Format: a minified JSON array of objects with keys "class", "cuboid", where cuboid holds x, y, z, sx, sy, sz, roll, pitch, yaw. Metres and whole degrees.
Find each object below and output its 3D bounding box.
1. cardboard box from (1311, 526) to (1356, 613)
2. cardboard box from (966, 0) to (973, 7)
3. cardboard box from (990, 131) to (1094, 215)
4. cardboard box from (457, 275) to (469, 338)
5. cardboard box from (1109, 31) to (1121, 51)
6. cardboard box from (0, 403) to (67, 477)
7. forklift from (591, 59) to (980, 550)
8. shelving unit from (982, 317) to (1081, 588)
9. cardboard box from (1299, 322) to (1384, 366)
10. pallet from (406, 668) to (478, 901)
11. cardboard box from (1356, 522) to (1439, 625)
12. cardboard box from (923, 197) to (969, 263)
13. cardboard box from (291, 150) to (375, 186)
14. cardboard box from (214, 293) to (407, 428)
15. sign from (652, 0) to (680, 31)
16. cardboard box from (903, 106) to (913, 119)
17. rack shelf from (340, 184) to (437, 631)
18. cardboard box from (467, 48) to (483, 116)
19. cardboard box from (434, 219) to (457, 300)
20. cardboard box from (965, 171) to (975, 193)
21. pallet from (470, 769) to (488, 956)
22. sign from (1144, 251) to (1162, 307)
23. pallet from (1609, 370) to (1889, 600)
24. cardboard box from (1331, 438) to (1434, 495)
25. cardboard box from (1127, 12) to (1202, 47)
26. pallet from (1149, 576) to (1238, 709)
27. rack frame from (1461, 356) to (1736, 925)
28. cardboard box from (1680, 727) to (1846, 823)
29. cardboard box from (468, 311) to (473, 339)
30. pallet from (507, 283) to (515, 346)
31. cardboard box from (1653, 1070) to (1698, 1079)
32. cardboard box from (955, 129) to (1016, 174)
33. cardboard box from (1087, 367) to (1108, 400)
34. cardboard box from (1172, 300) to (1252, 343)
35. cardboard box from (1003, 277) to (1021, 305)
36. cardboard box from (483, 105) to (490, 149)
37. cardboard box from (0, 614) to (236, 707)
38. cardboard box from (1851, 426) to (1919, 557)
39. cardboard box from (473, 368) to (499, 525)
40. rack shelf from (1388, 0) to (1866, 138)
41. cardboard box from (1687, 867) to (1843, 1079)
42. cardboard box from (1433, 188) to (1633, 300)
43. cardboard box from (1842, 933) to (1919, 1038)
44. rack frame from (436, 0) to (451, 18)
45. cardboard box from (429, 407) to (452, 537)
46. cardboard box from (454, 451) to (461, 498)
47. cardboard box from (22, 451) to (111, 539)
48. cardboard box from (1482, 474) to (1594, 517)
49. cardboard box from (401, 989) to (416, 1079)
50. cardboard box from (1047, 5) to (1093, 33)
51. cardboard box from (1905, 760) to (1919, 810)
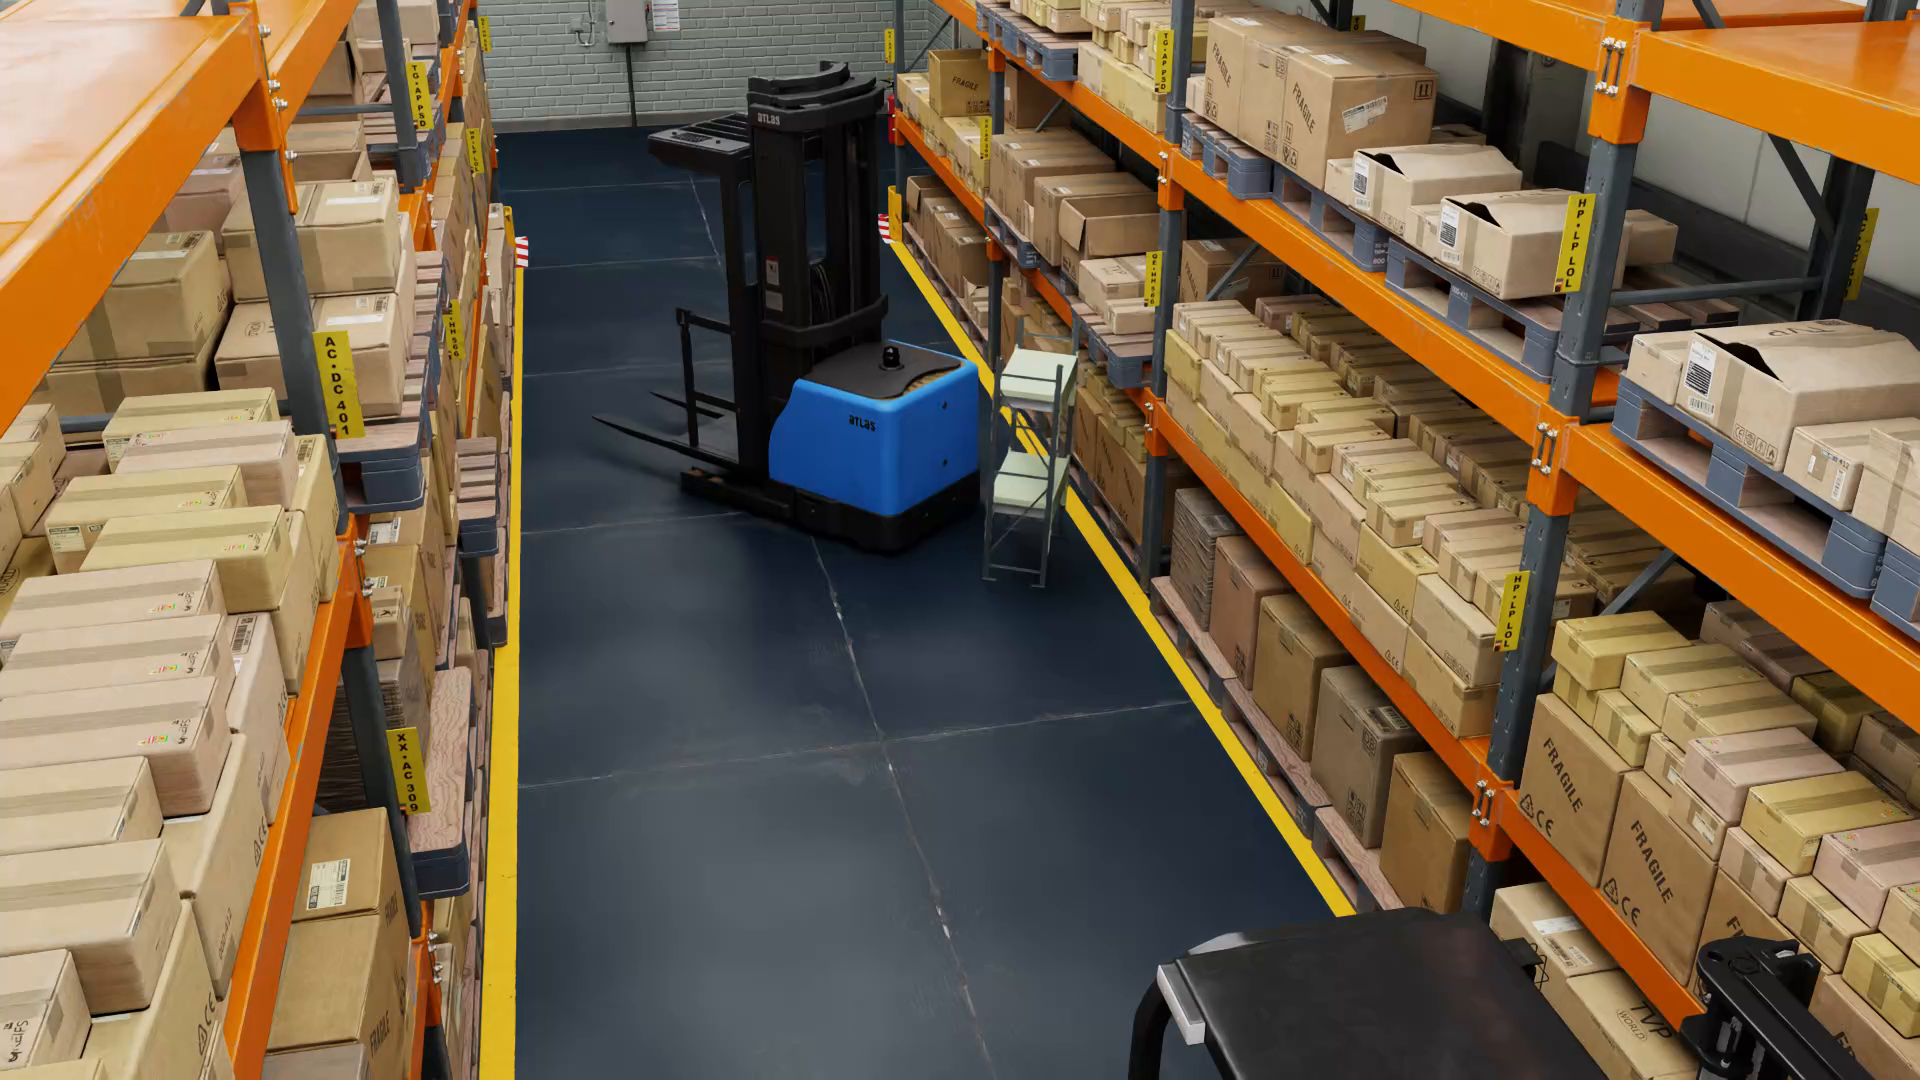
[{"class":"cardboard box","cuboid":[1.968,0.114,7.708,0.500,0.250,0.500,-6,27,-11]},{"class":"cardboard box","cuboid":[0.262,-4.410,13.455,0.380,0.149,0.250,-5,27,-10]},{"class":"cardboard box","cuboid":[0.626,-2.826,12.789,0.700,0.500,0.500,-5,27,-10]},{"class":"cardboard box","cuboid":[-3.288,-1.418,10.189,0.500,0.250,0.500,-6,27,-12]},{"class":"cardboard box","cuboid":[1.142,-3.107,10.319,0.380,0.149,0.250,-6,27,-11]},{"class":"cardboard box","cuboid":[-2.545,-0.223,4.274,0.380,0.149,0.250,-6,27,-13]},{"class":"forklift","cuboid":[-1.348,-1.756,11.323,3.031,2.935,1.130,18,32,32]},{"class":"shelving unit","cuboid":[0.452,-0.553,10.503,0.431,1.500,0.755,8,28,9]},{"class":"cardboard box","cuboid":[2.073,-1.061,9.040,0.380,0.149,0.250,-6,27,-12]},{"class":"pallet","cuboid":[-2.328,0.924,6.149,1.003,0.211,1.213,-6,27,-12]},{"class":"cardboard box","cuboid":[2.055,0.112,7.157,0.500,0.250,0.500,-7,28,-13]},{"class":"cardboard box","cuboid":[0.033,-2.999,16.018,0.700,0.500,0.500,-5,27,-9]},{"class":"cardboard box","cuboid":[-2.828,-1.286,6.871,0.797,0.503,0.637,-6,27,-12]},{"class":"cardboard box","cuboid":[-2.039,-0.568,5.264,0.500,0.250,0.500,-7,28,-13]},{"class":"sign","cuboid":[-3.782,-6.800,21.346,0.329,0.494,0.001,-6,27,-12]},{"class":"cardboard box","cuboid":[-0.360,-4.301,16.567,0.380,0.149,0.250,-6,27,-12]},{"class":"rack shelf","cuboid":[-2.748,-0.707,6.638,1.077,0.370,4.000,-6,27,-12]},{"class":"cardboard box","cuboid":[-4.407,-3.939,14.351,0.500,0.500,0.500,-6,27,-12]},{"class":"cardboard box","cuboid":[-3.193,-1.516,9.551,0.500,0.500,0.500,-6,27,-11]},{"class":"cardboard box","cuboid":[0.255,-3.055,14.099,0.380,0.149,0.250,-5,27,-10]},{"class":"pallet","cuboid":[-2.753,1.555,7.781,1.003,0.211,1.213,-6,27,-12]},{"class":"sign","cuboid":[1.109,-1.495,9.533,0.100,0.325,0.005,-6,27,-12]},{"class":"pallet","cuboid":[2.755,-0.245,5.022,1.003,0.211,1.213,-6,27,-12]},{"class":"cardboard box","cuboid":[1.927,-0.336,7.603,0.380,0.149,0.250,-6,27,-11]},{"class":"cardboard box","cuboid":[1.205,-3.014,9.805,0.380,0.149,0.250,-7,28,-13]},{"class":"pallet","cuboid":[1.783,0.537,9.798,1.003,0.211,1.213,-6,27,-12]},{"class":"rack frame","cuboid":[2.537,0.683,6.414,1.000,3.000,0.127,-6,27,-12]},{"class":"cardboard box","cuboid":[2.491,0.726,5.168,0.380,0.149,0.250,-5,27,-10]},{"class":"cardboard box","cuboid":[-3.424,-1.411,10.730,0.500,0.250,0.500,-6,27,-12]},{"class":"pallet","cuboid":[-4.474,-1.957,14.739,1.003,0.211,1.213,-6,27,-12]},{"class":"cardboard box","cuboid":[2.569,1.964,5.353,0.500,0.250,0.500,-5,27,-10]},{"class":"cardboard box","cuboid":[0.255,-3.312,14.166,0.500,0.250,0.500,-6,27,-11]},{"class":"cardboard box","cuboid":[1.098,-1.092,11.519,0.380,0.149,0.250,-6,27,-12]},{"class":"cardboard box","cuboid":[1.421,-1.237,9.388,0.380,0.149,0.250,-5,27,-10]},{"class":"cardboard box","cuboid":[0.556,-2.006,13.329,0.380,0.149,0.250,-5,27,-9]},{"class":"cardboard box","cuboid":[-4.537,-3.717,15.021,0.500,0.500,0.500,-7,28,-13]},{"class":"cardboard box","cuboid":[-1.656,0.286,3.267,0.380,0.149,0.250,-6,27,-11]},{"class":"cardboard box","cuboid":[2.576,-0.146,4.299,0.396,0.266,0.258,-7,28,-13]},{"class":"cardboard box","cuboid":[-3.471,-0.510,10.670,0.875,0.875,0.875,-6,27,-11]},{"class":"rack shelf","cuboid":[2.087,-2.373,7.054,1.077,0.370,4.000,-6,27,-12]},{"class":"cardboard box","cuboid":[2.632,1.309,5.063,0.500,0.500,0.500,-6,27,-12]},{"class":"cardboard box","cuboid":[2.137,-1.141,6.222,0.500,0.311,0.500,-7,28,-13]},{"class":"cardboard box","cuboid":[2.682,1.196,4.566,0.380,0.149,0.250,-7,28,-13]},{"class":"rack frame","cuboid":[-4.101,-5.001,11.019,1.000,3.000,0.127,-6,27,-12]},{"class":"cardboard box","cuboid":[-2.584,-0.313,7.481,0.500,0.500,0.500,-8,28,-15]},{"class":"cardboard box","cuboid":[-2.665,-0.306,8.187,0.380,0.149,0.250,-6,27,-12]},{"class":"cardboard box","cuboid":[-2.465,0.005,4.265,0.500,0.250,0.500,-7,28,-13]},{"class":"cardboard box","cuboid":[2.525,-0.170,7.274,0.380,0.149,0.250,-6,27,-12]},{"class":"cardboard box","cuboid":[-1.865,1.520,5.035,0.380,0.149,0.250,-5,27,-10]},{"class":"cardboard box","cuboid":[0.786,-3.444,10.964,0.380,0.149,0.250,-5,27,-10]},{"class":"cardboard box","cuboid":[3.149,0.774,5.073,0.380,0.149,0.250,-6,27,-12]}]
